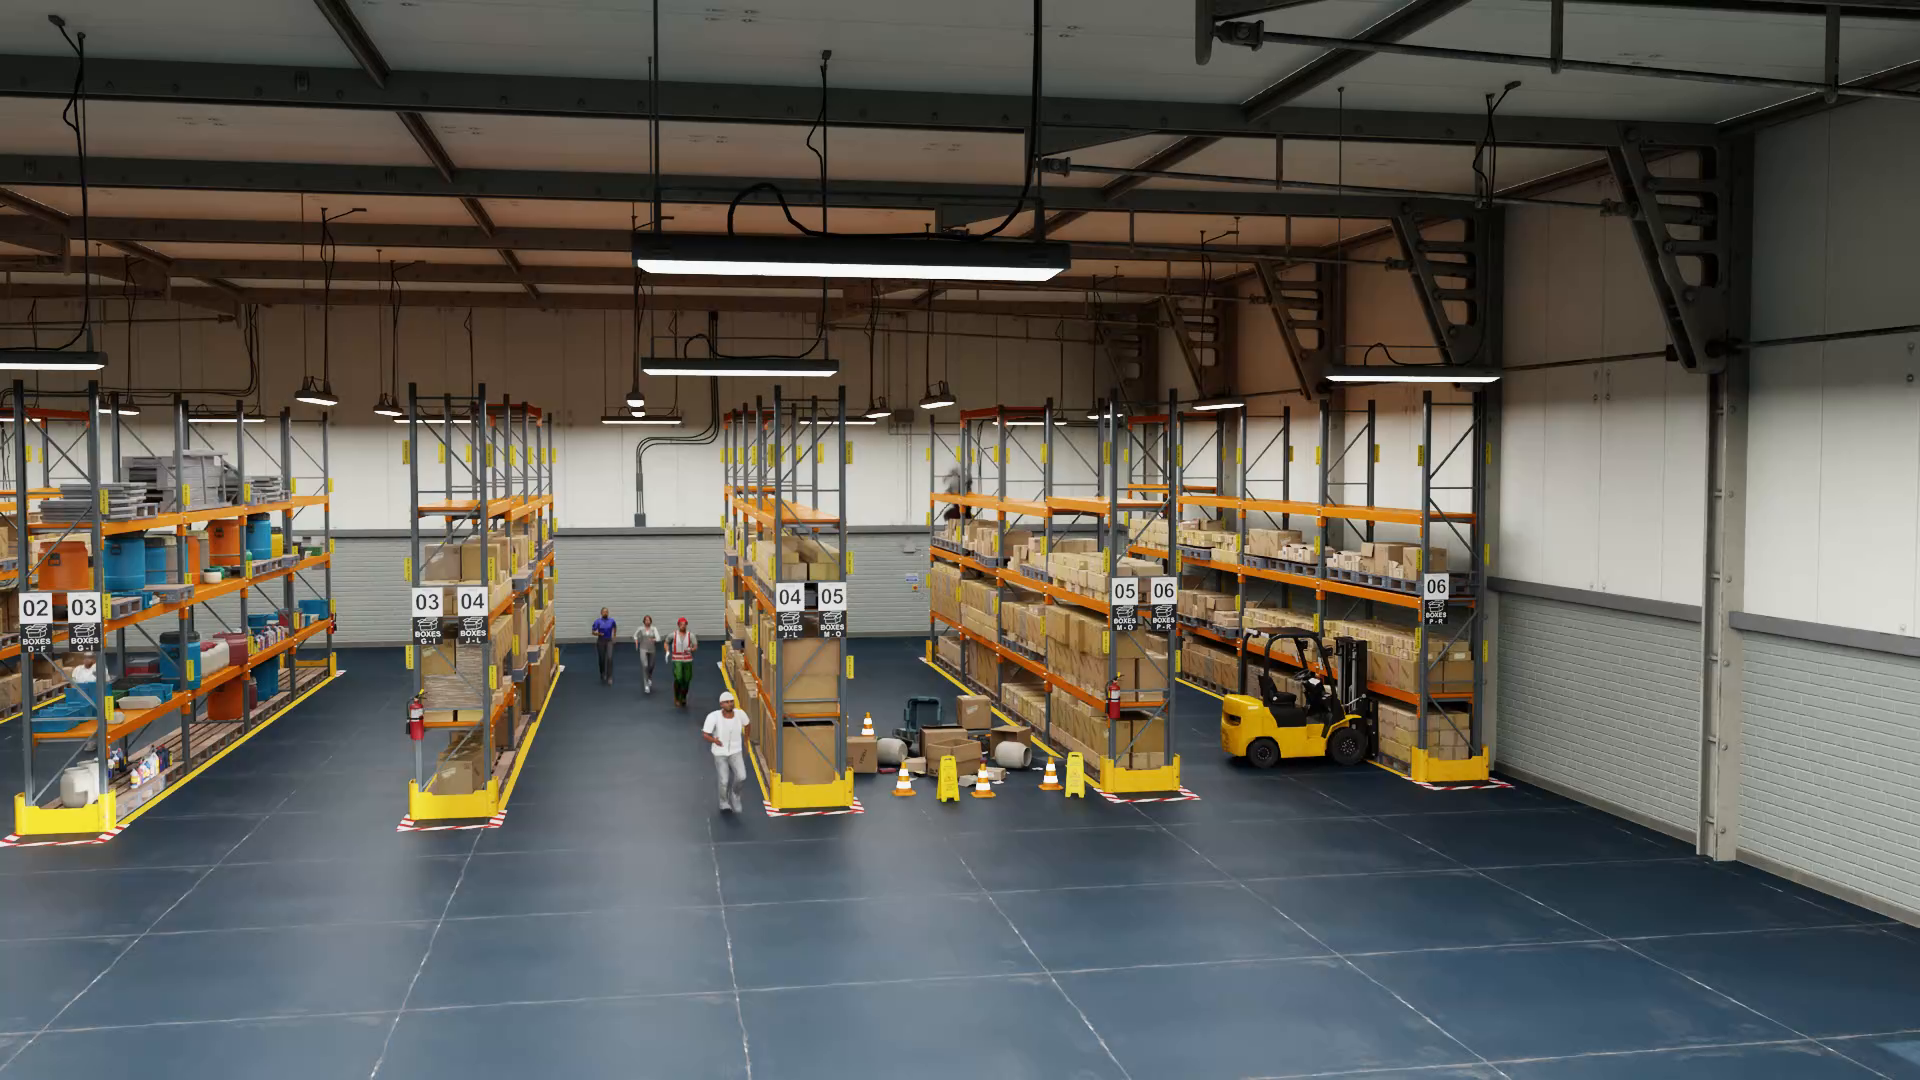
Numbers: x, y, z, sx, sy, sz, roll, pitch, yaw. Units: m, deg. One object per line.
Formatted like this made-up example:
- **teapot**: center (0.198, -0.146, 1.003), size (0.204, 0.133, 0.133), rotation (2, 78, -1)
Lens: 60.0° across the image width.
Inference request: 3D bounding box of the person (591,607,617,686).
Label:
- **person**: center (-7.814, 2.311, 36.541), size (0.573, 1.680, 0.897), rotation (-1, 3, -16)

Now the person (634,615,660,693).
- **person**: center (-6.637, 2.392, 35.319), size (0.528, 1.597, 0.867), rotation (-1, 3, -19)

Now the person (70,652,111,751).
- **person**: center (-14.760, 2.706, 28.187), size (0.664, 1.730, 0.601), rotation (-1, 3, -13)

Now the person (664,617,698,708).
- **person**: center (-5.519, 2.433, 33.030), size (0.640, 1.785, 0.700), rotation (-1, 3, -19)

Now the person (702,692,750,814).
- **person**: center (-3.216, 2.956, 23.104), size (0.726, 1.718, 0.729), rotation (-1, 3, -21)
